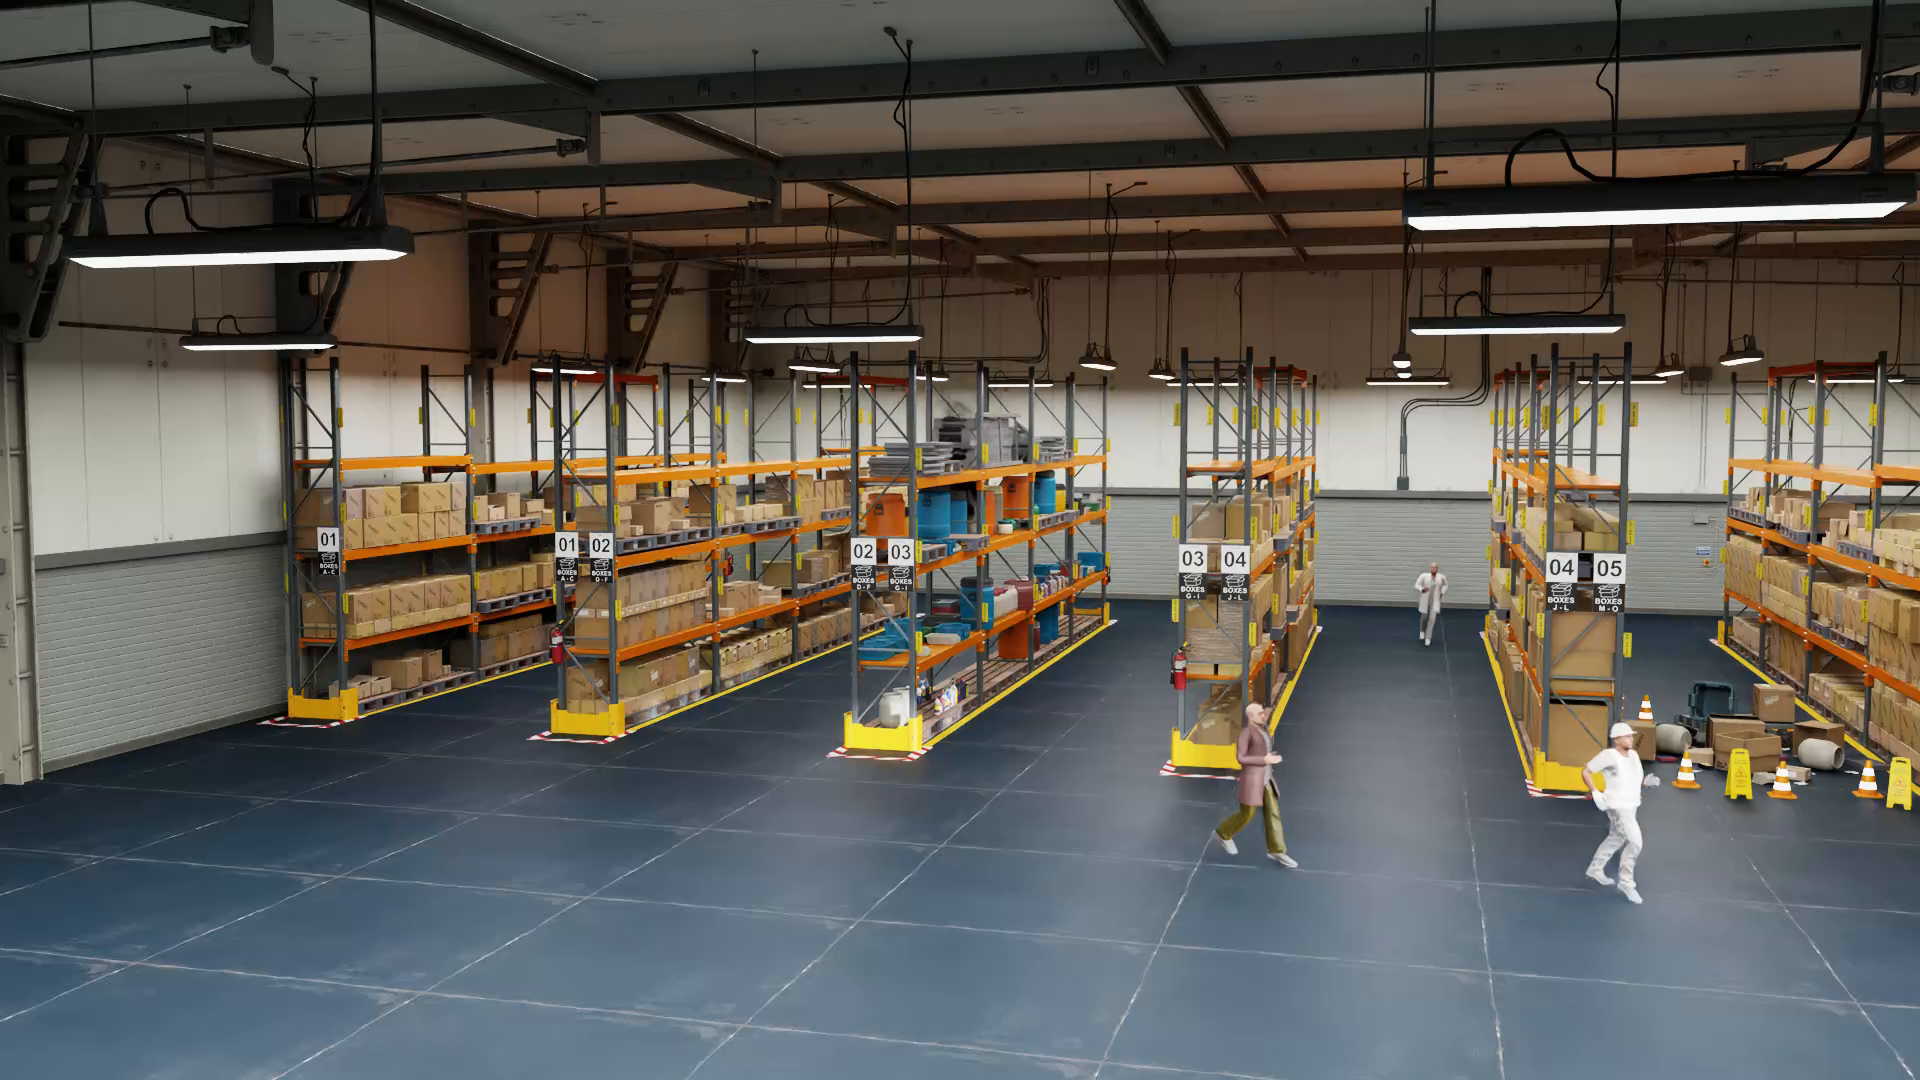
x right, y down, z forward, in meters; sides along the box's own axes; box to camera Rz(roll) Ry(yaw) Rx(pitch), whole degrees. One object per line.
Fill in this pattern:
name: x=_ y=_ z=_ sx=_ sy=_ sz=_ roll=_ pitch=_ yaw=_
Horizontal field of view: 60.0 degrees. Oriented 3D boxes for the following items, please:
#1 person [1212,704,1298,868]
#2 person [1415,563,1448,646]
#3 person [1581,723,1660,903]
person: x=3.302 y=2.722 z=18.647 sx=1.040 sy=1.788 sz=0.708 roll=4 pitch=6 yaw=42
person: x=10.477 y=1.401 z=36.968 sx=0.717 sy=1.801 sz=0.974 roll=1 pitch=4 yaw=15
person: x=6.923 y=2.834 z=17.426 sx=0.660 sy=1.846 sz=0.781 roll=-4 pitch=6 yaw=-42
